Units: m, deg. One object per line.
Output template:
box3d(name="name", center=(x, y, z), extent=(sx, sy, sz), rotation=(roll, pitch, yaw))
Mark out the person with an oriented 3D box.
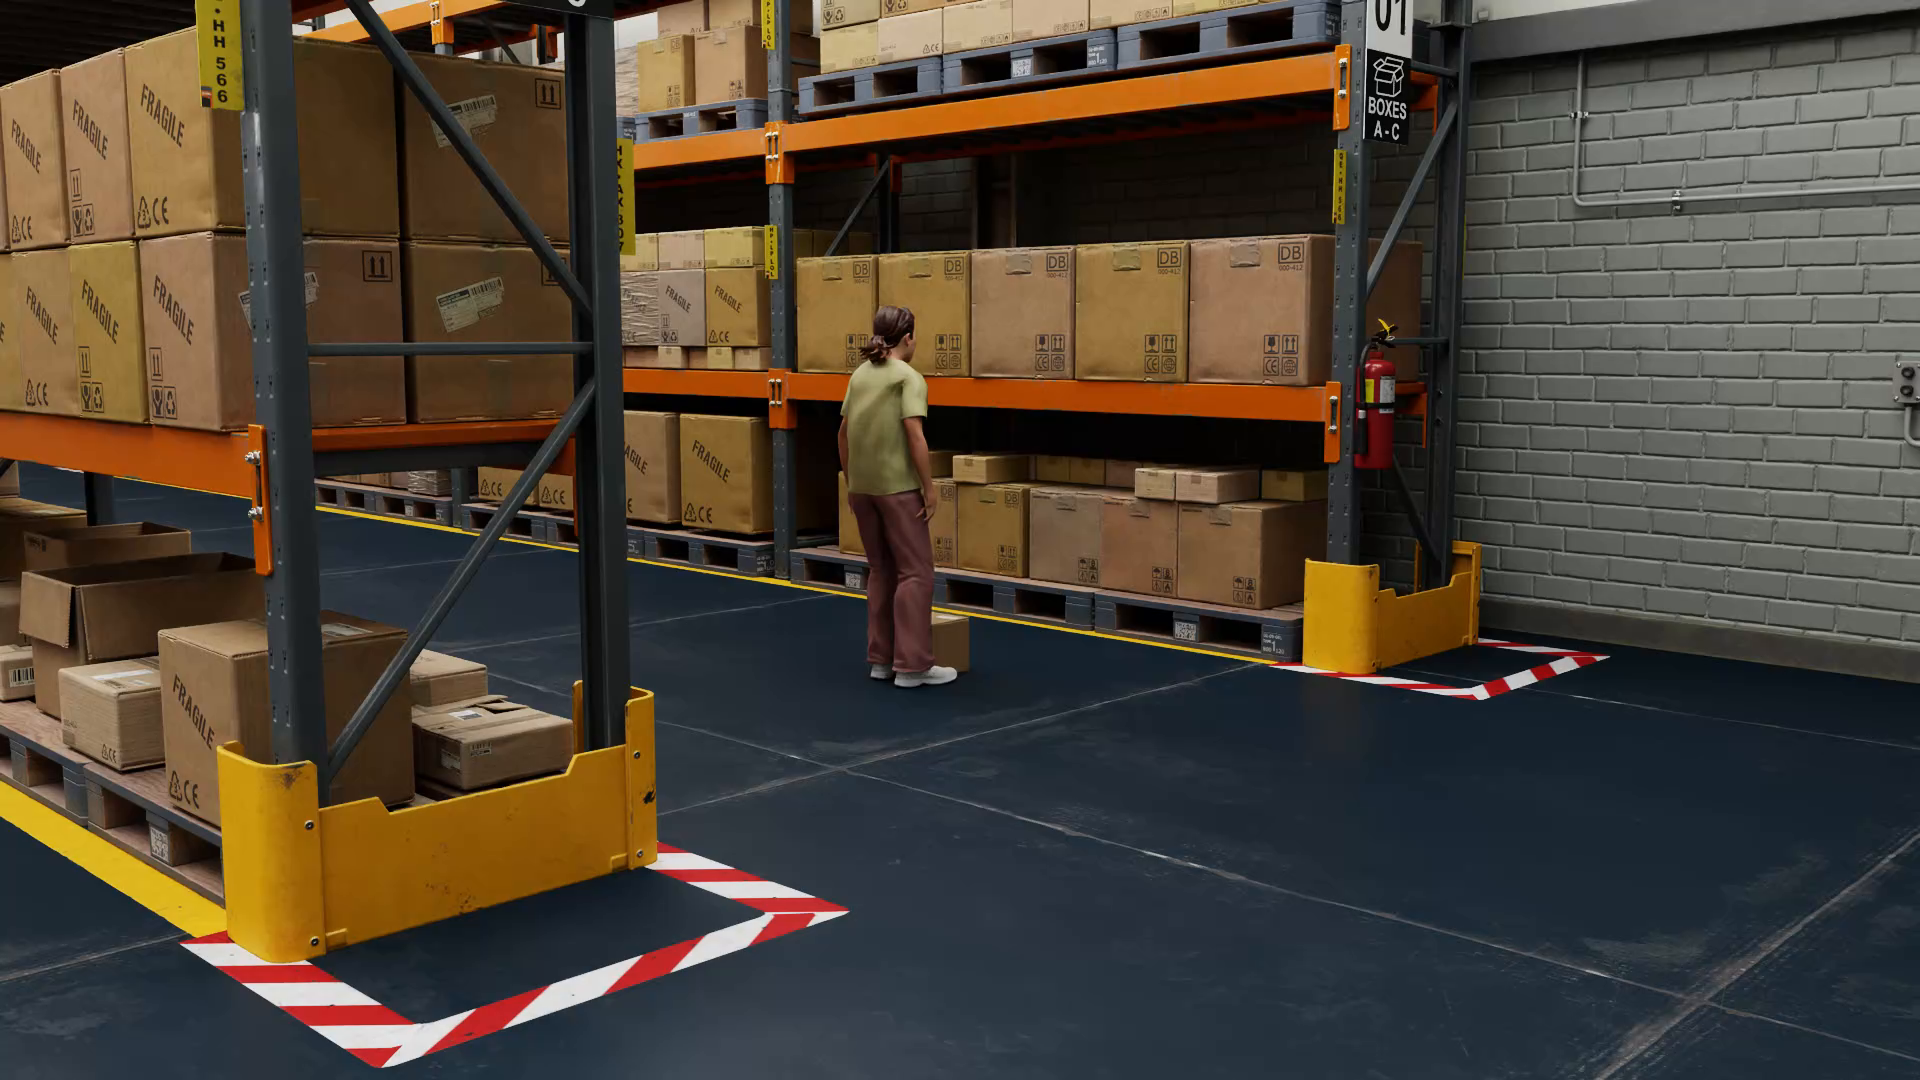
box3d(name="person", center=(-0.283, -0.203, 7.403), extent=(0.519, 1.671, 0.417), rotation=(6, 9, 40))
